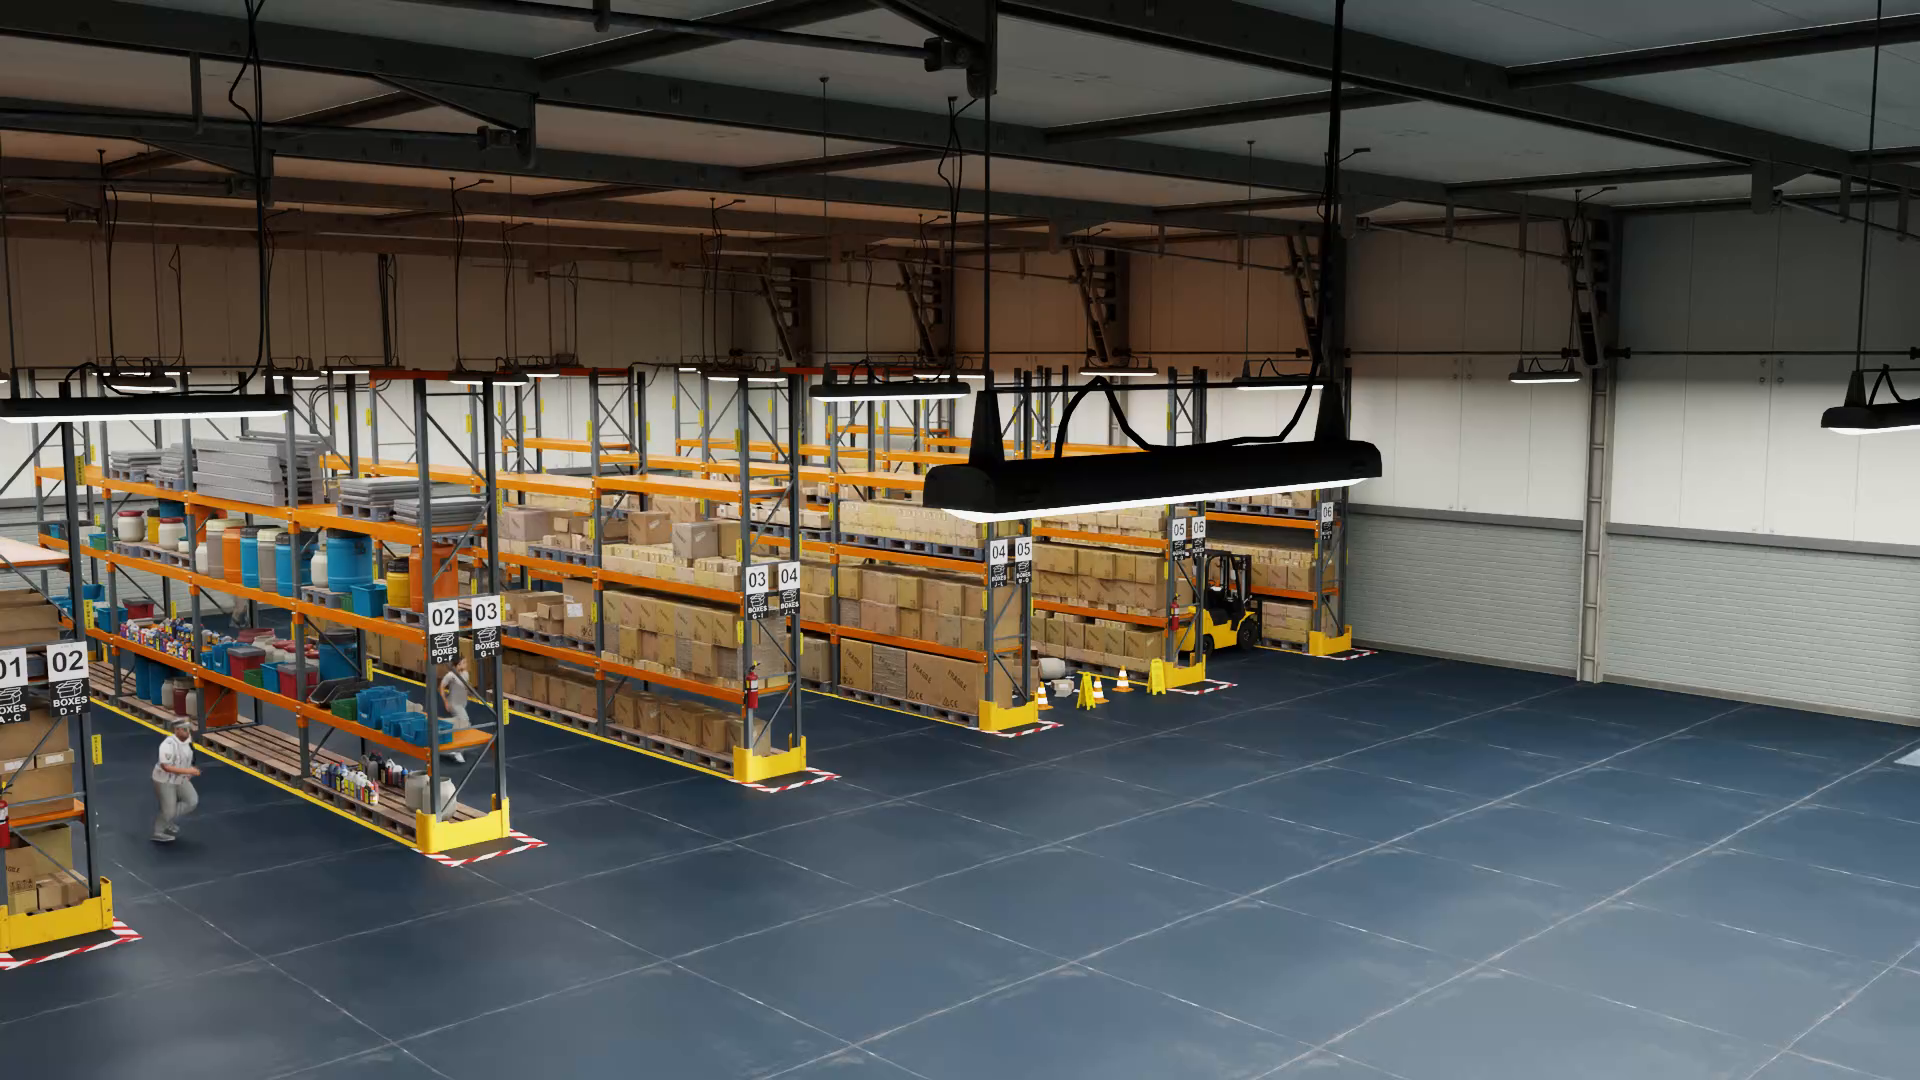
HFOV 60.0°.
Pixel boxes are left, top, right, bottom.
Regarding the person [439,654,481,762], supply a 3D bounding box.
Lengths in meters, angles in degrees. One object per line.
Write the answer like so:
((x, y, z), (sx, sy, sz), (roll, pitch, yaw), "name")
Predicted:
((-7.817, 2.612, 25.849), (0.791, 1.694, 0.486), (2, 7, 19), "person")

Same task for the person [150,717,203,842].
((-10.132, 3.085, 21.531), (0.801, 1.657, 0.672), (1, 7, 10), "person")

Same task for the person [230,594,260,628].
((-16.452, 1.206, 38.060), (0.670, 1.728, 0.638), (1, 7, 10), "person")

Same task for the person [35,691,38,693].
((-15.561, 2.436, 27.582), (0.706, 1.606, 0.576), (4, 8, 33), "person")
